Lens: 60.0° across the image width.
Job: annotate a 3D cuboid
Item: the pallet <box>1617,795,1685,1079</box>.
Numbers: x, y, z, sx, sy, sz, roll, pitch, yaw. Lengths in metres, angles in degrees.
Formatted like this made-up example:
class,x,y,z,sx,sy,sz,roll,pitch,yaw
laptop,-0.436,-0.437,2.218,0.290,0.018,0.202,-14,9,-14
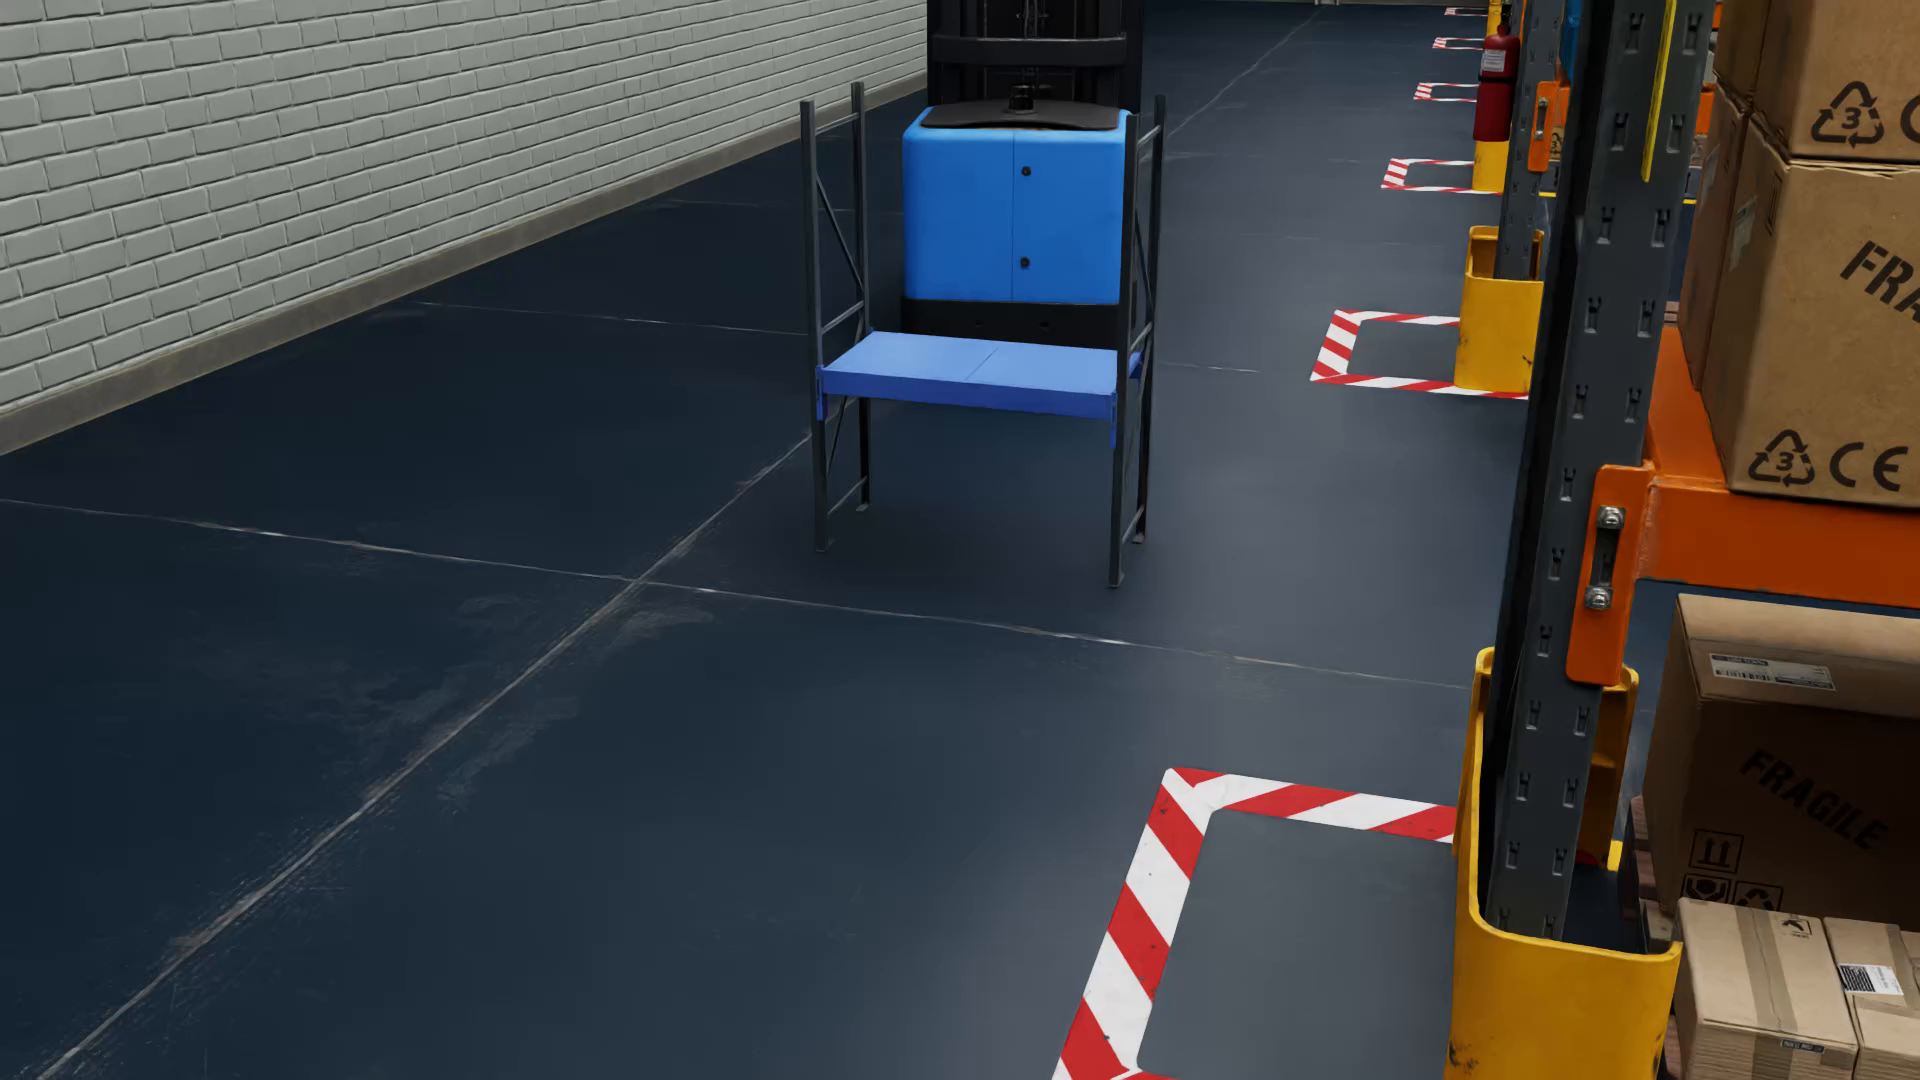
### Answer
class,x,y,z,sx,sy,sz,roll,pitch,yaw
pallet,1.964,0.924,3.240,1.213,0.211,1.003,7,23,16

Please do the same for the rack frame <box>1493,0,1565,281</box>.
class,x,y,z,sx,sy,sz,roll,pitch,yaw
rack frame,2.562,-2.261,7.330,0.127,3.000,1.000,7,23,16

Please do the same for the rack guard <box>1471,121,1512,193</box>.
class,x,y,z,sx,sy,sz,roll,pitch,yaw
rack guard,3.969,-2.907,12.198,0.348,0.500,1.175,7,23,16

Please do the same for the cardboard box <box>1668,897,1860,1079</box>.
class,x,y,z,sx,sy,sz,roll,pitch,yaw
cardboard box,1.429,0.824,2.985,0.250,0.149,0.380,7,23,16

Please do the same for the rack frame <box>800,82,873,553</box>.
class,x,y,z,sx,sy,sz,roll,pitch,yaw
rack frame,-0.405,-0.740,5.598,0.032,1.500,0.500,7,23,16

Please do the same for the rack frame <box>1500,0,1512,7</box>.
class,x,y,z,sx,sy,sz,roll,pitch,yaw
rack frame,6.855,-7.661,20.495,0.127,3.000,1.000,7,23,16

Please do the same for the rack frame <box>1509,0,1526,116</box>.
class,x,y,z,sx,sy,sz,roll,pitch,yaw
rack frame,3.992,-4.061,11.717,0.127,3.000,1.000,7,23,16

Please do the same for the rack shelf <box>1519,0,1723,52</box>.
class,x,y,z,sx,sy,sz,roll,pitch,yaw
rack shelf,5.907,-3.509,11.319,4.000,0.370,1.077,7,23,16

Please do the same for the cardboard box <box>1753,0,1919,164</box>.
class,x,y,z,sx,sy,sz,roll,pitch,yaw
cardboard box,1.476,-0.826,2.382,0.500,0.500,0.500,7,23,17

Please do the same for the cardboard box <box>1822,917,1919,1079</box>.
class,x,y,z,sx,sy,sz,roll,pitch,yaw
cardboard box,1.668,0.844,2.914,0.250,0.166,0.380,7,23,16

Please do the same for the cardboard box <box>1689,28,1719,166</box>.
class,x,y,z,sx,sy,sz,roll,pitch,yaw
cardboard box,5.500,-3.131,11.697,0.875,0.875,0.875,7,23,16

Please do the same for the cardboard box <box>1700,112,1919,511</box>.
class,x,y,z,sx,sy,sz,roll,pitch,yaw
cardboard box,2.766,-0.321,2.469,3.026,0.500,1.079,7,23,16

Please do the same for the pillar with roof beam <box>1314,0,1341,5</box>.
class,x,y,z,sx,sy,sz,roll,pitch,yaw
pillar with roof beam,4.721,-11.300,21.459,0.400,9.000,9.100,7,23,16

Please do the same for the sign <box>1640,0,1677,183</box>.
class,x,y,z,sx,sy,sz,roll,pitch,yaw
sign,0.971,-0.665,2.298,0.005,0.325,0.100,7,23,16

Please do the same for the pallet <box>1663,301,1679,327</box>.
class,x,y,z,sx,sy,sz,roll,pitch,yaw
pallet,3.340,-0.866,7.604,1.213,0.211,1.003,7,23,16

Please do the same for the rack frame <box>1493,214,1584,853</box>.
class,x,y,z,sx,sy,sz,roll,pitch,yaw
rack frame,1.126,-0.461,2.940,0.053,2.616,0.949,7,23,16

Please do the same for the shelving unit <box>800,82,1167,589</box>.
class,x,y,z,sx,sy,sz,roll,pitch,yaw
shelving unit,0.082,-0.685,5.463,1.048,1.500,0.538,7,23,16

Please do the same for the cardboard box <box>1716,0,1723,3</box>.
class,x,y,z,sx,sy,sz,roll,pitch,yaw
cardboard box,4.978,-3.702,11.173,0.250,0.149,0.380,6,23,15

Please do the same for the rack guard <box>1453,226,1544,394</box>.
class,x,y,z,sx,sy,sz,roll,pitch,yaw
rack guard,2.535,-1.103,7.799,0.348,0.500,1.175,7,23,16

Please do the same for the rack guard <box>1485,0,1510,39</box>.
class,x,y,z,sx,sy,sz,roll,pitch,yaw
rack guard,6.832,-6.507,20.975,0.348,0.500,1.175,7,23,16

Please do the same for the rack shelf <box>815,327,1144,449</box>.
class,x,y,z,sx,sy,sz,roll,pitch,yaw
rack shelf,0.082,-0.518,5.531,1.000,0.185,0.538,7,23,16

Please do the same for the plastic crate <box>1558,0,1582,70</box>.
class,x,y,z,sx,sy,sz,roll,pitch,yaw
plastic crate,2.936,-2.336,7.388,0.499,0.435,0.616,7,23,16

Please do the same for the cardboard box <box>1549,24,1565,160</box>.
class,x,y,z,sx,sy,sz,roll,pitch,yaw
cardboard box,4.628,-3.231,11.940,0.875,0.875,0.875,7,23,16

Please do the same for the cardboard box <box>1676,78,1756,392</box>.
class,x,y,z,sx,sy,sz,roll,pitch,yaw
cardboard box,1.635,-0.558,3.046,0.500,0.500,0.500,7,23,17

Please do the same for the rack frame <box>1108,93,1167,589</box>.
class,x,y,z,sx,sy,sz,roll,pitch,yaw
rack frame,0.568,-0.629,5.327,0.032,1.500,0.500,7,23,16

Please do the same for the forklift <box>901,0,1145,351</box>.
class,x,y,z,sx,sy,sz,roll,pitch,yaw
forklift,0.405,-2.725,8.552,1.130,2.935,3.031,2,22,6

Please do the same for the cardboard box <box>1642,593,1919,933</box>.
class,x,y,z,sx,sy,sz,roll,pitch,yaw
cardboard box,1.719,0.461,3.407,0.500,0.500,0.500,7,23,16

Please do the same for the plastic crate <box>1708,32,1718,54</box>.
class,x,y,z,sx,sy,sz,roll,pitch,yaw
plastic crate,3.395,-2.143,7.311,0.243,0.136,0.396,7,23,16

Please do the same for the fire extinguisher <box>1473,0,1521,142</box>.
class,x,y,z,sx,sy,sz,roll,pitch,yaw
fire extinguisher,2.549,-2.234,7.858,0.183,0.674,0.296,7,23,16

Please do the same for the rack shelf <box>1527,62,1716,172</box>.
class,x,y,z,sx,sy,sz,roll,pitch,yaw
rack shelf,4.477,-1.709,6.932,4.000,0.370,1.077,7,23,16

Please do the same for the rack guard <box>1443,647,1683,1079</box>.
class,x,y,z,sx,sy,sz,roll,pitch,yaw
rack guard,1.200,0.703,3.397,0.348,0.500,1.175,7,23,16
